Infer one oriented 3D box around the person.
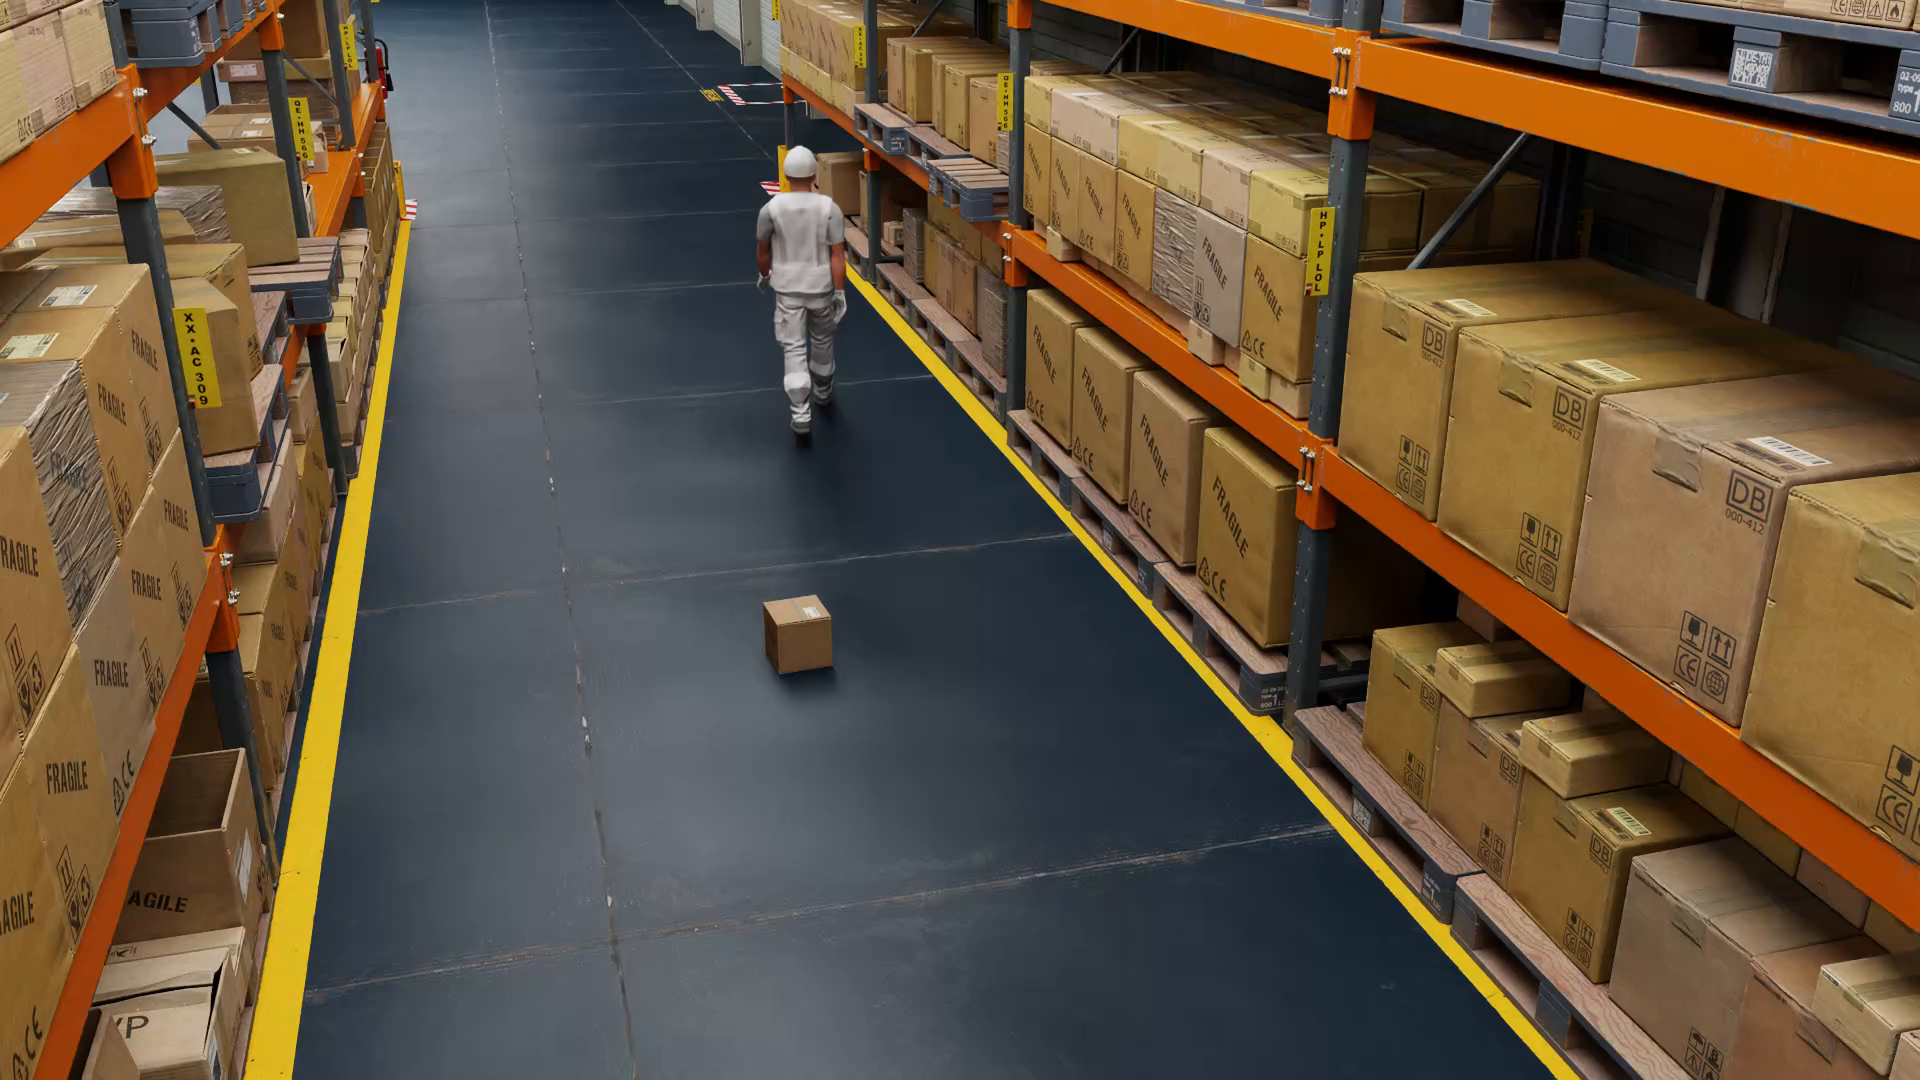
[{"bbox_3d":[-0.989,-1.591,10.370,0.548,1.743,1.028,-3,23,-6],"label":"person"}]
